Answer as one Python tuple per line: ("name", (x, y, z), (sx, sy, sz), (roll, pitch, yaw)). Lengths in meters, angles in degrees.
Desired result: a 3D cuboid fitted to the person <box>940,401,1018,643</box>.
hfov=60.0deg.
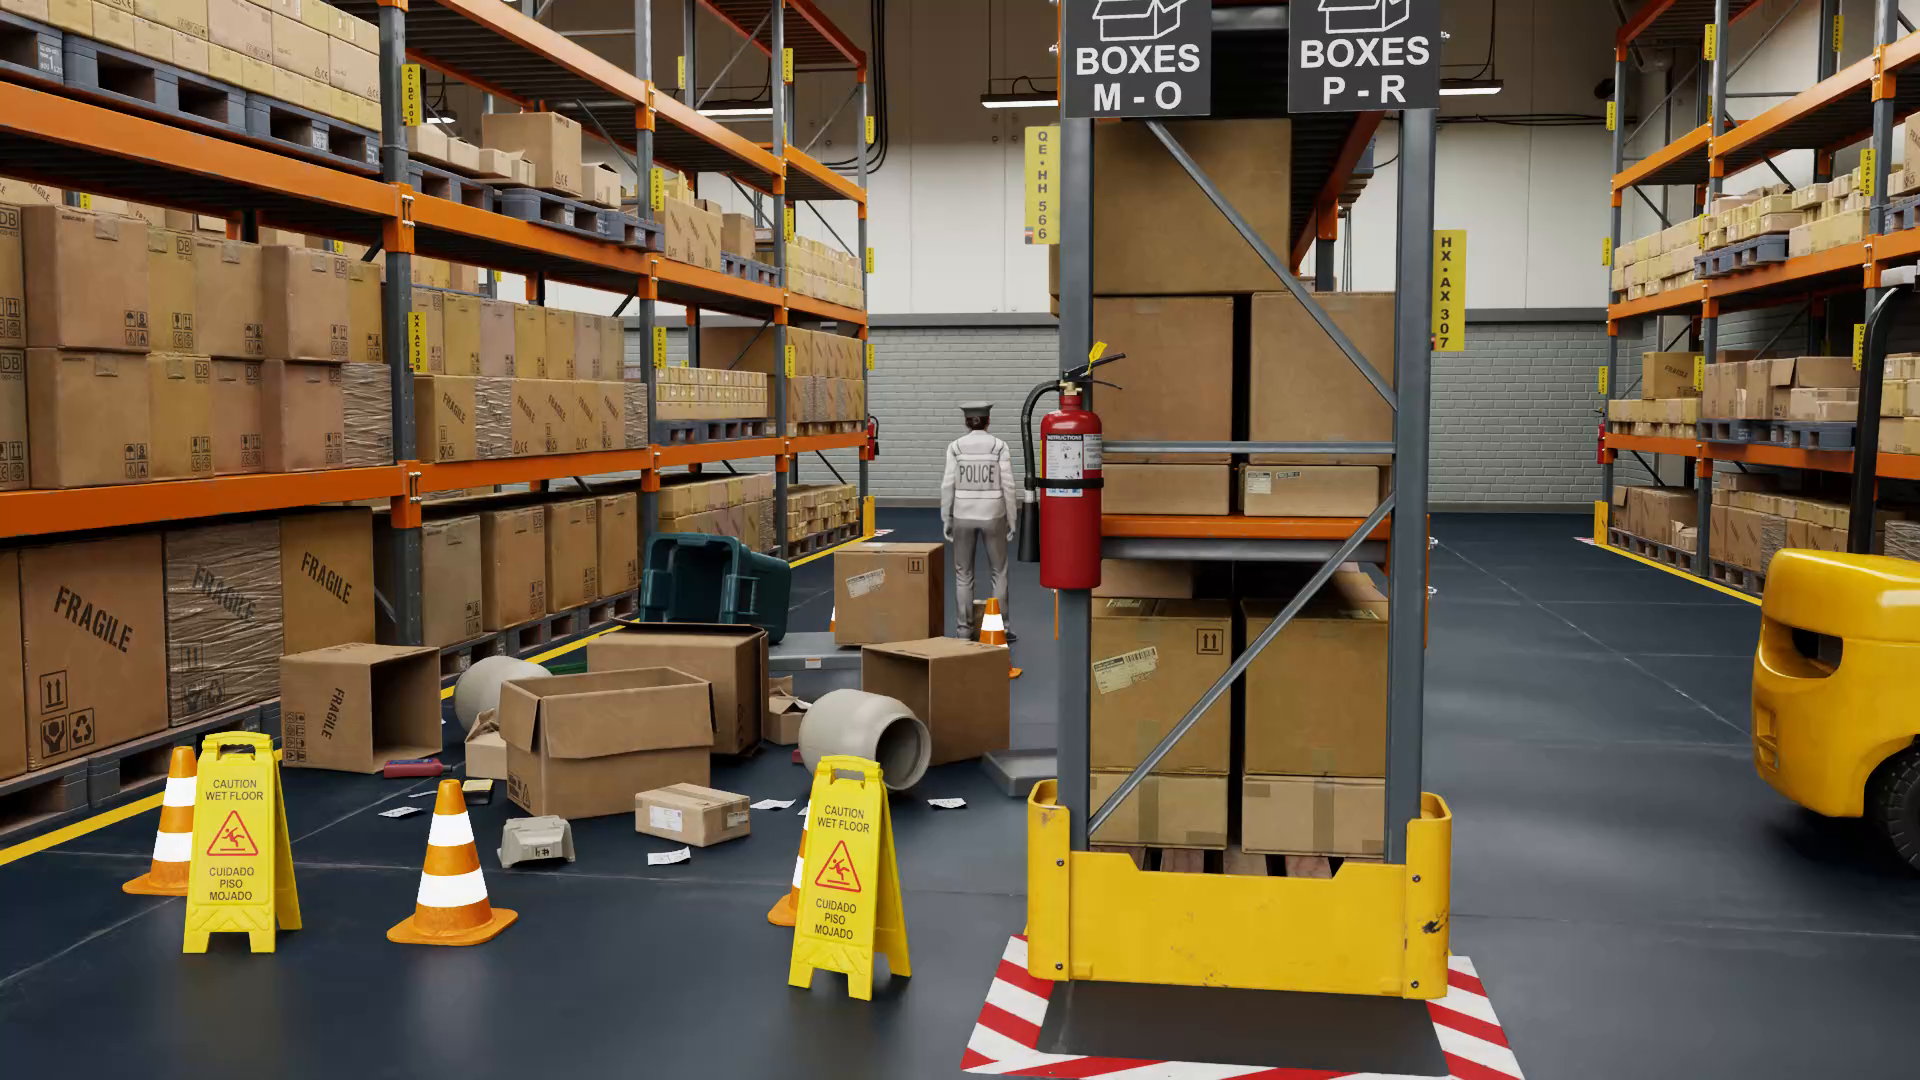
("person", (0.131, -0.123, 11.420), (0.526, 1.662, 0.374), (1, 5, 6))
